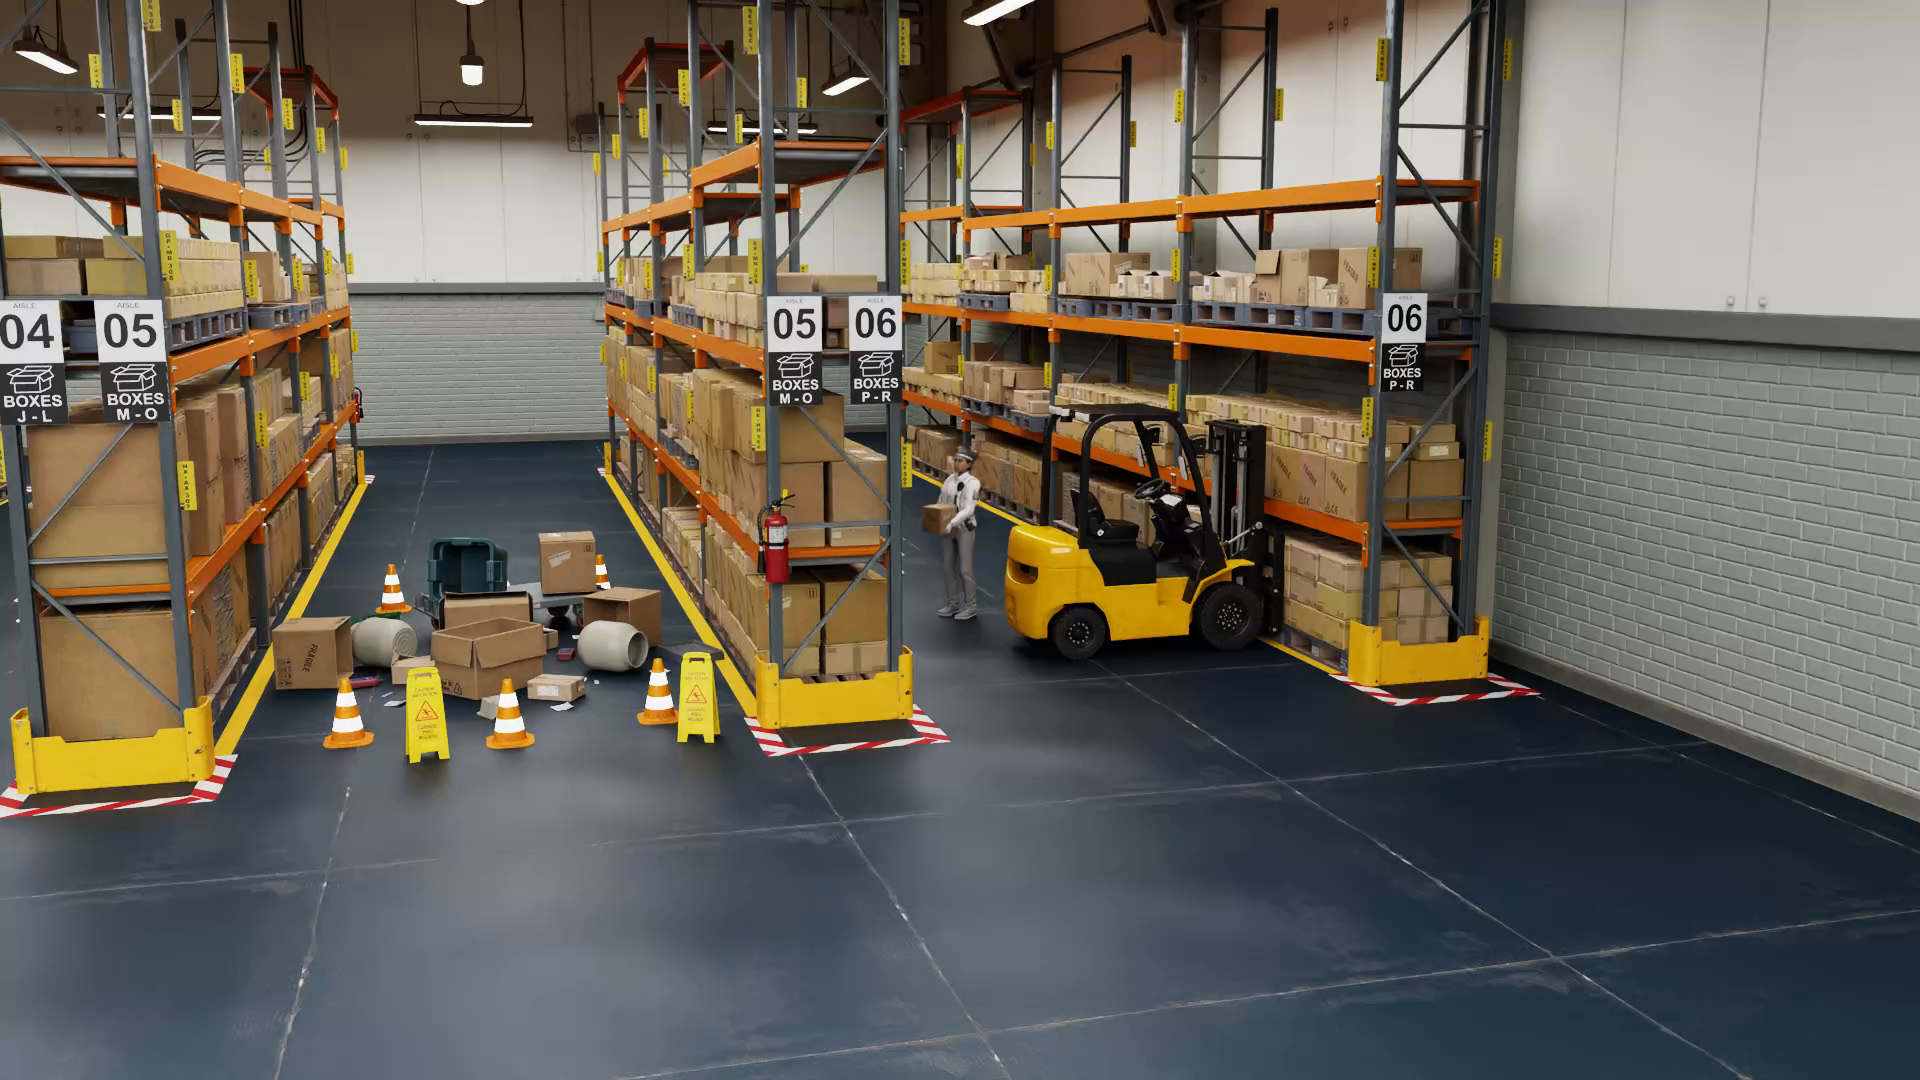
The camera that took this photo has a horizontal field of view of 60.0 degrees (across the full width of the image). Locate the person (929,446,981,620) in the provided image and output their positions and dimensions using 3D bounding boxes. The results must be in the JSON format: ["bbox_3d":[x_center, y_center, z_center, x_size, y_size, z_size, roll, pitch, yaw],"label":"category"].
[{"bbox_3d":[-0.065,-0.074,16.229,0.554,1.693,0.466,-9,13,-43],"label":"person"}]
